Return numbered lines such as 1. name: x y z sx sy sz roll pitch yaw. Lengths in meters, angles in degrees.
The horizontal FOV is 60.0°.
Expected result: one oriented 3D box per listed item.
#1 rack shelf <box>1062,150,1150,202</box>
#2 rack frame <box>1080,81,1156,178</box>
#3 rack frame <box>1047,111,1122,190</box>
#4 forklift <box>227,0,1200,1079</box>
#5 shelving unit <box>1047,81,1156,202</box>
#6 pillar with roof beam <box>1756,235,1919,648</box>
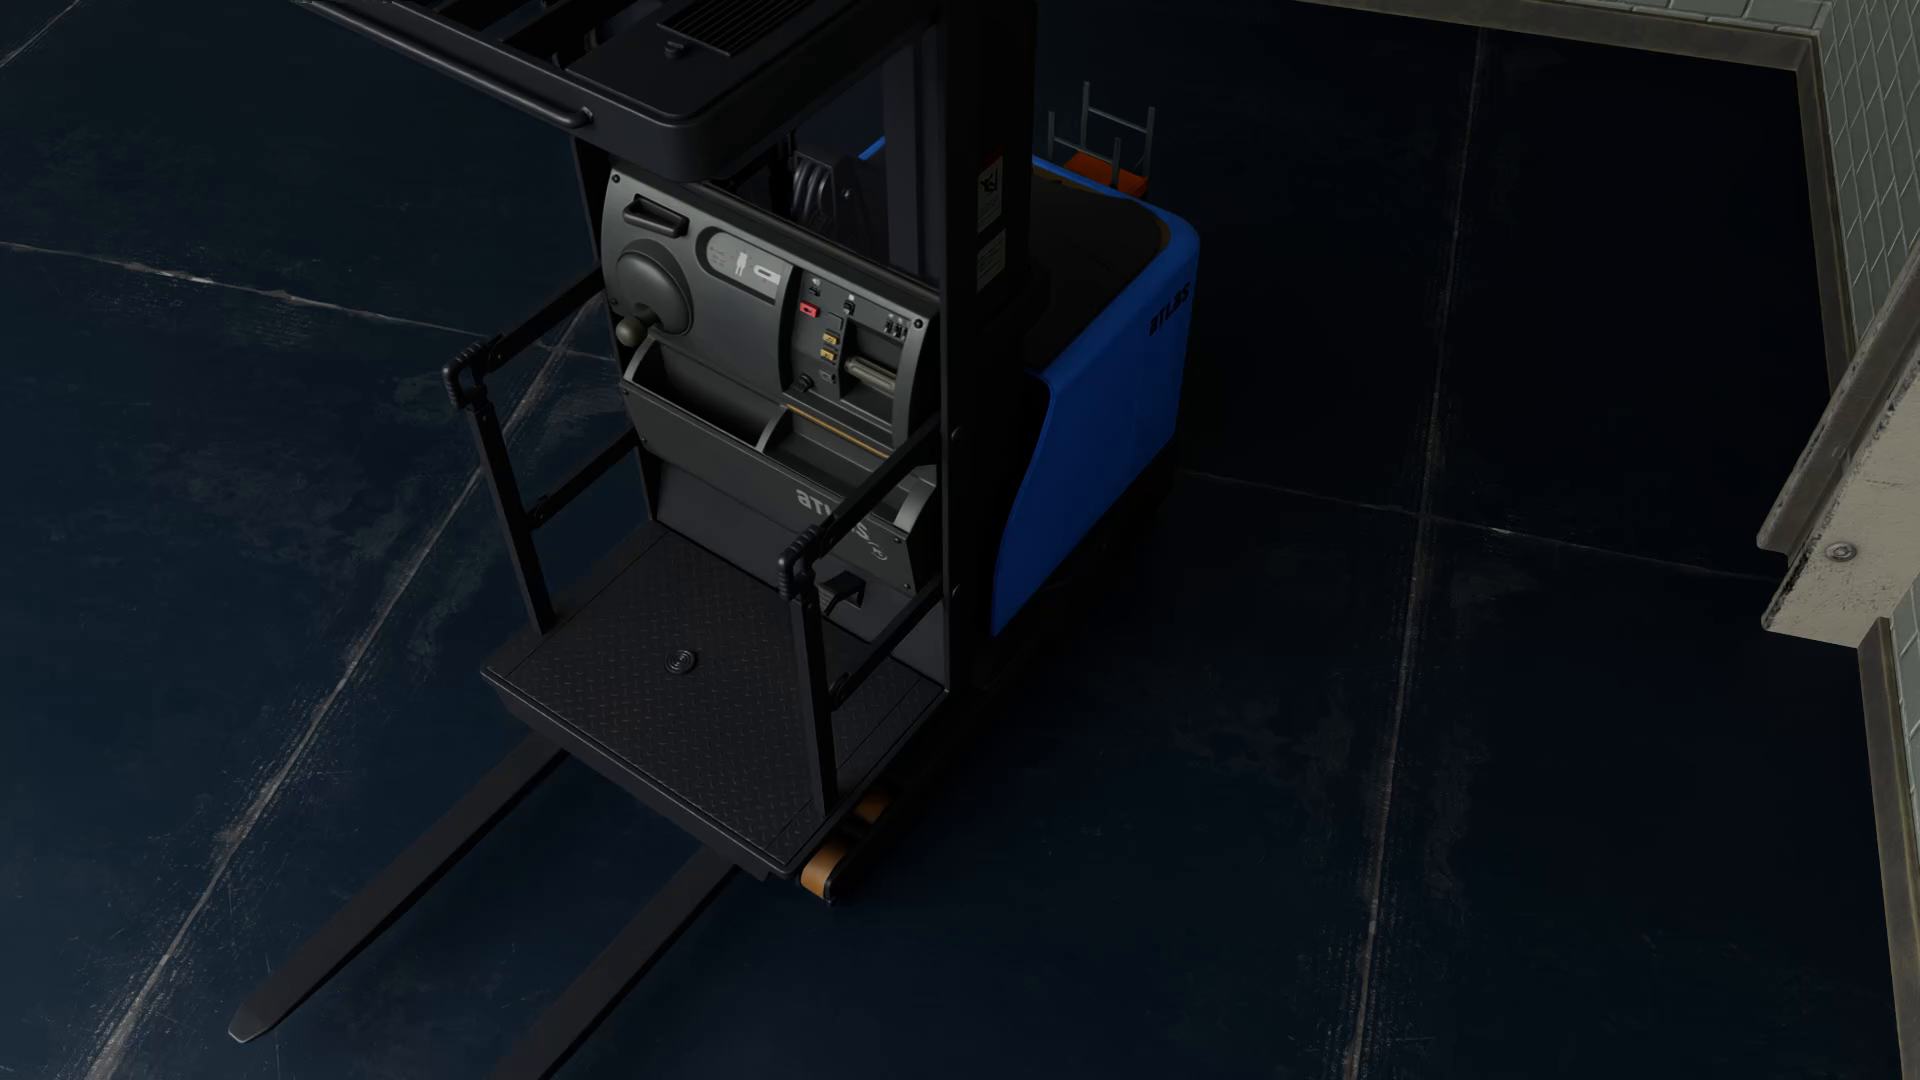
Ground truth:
1. rack shelf: 0.405 -1.035 4.942 0.258 0.103 0.180 28 54 23
2. rack frame: 0.459 -0.882 5.228 0.240 1.200 0.006 28 54 23
3. rack frame: 0.352 -0.770 5.130 0.240 1.200 0.006 28 54 23
4. forklift: -0.583 -0.441 3.684 1.130 2.935 3.031 28 54 23
5. shelving unit: 0.405 -0.826 5.179 0.258 1.200 0.189 28 54 23
6. pillar with roof beam: -1.534 -3.671 2.488 9.100 9.000 0.400 12 50 10
